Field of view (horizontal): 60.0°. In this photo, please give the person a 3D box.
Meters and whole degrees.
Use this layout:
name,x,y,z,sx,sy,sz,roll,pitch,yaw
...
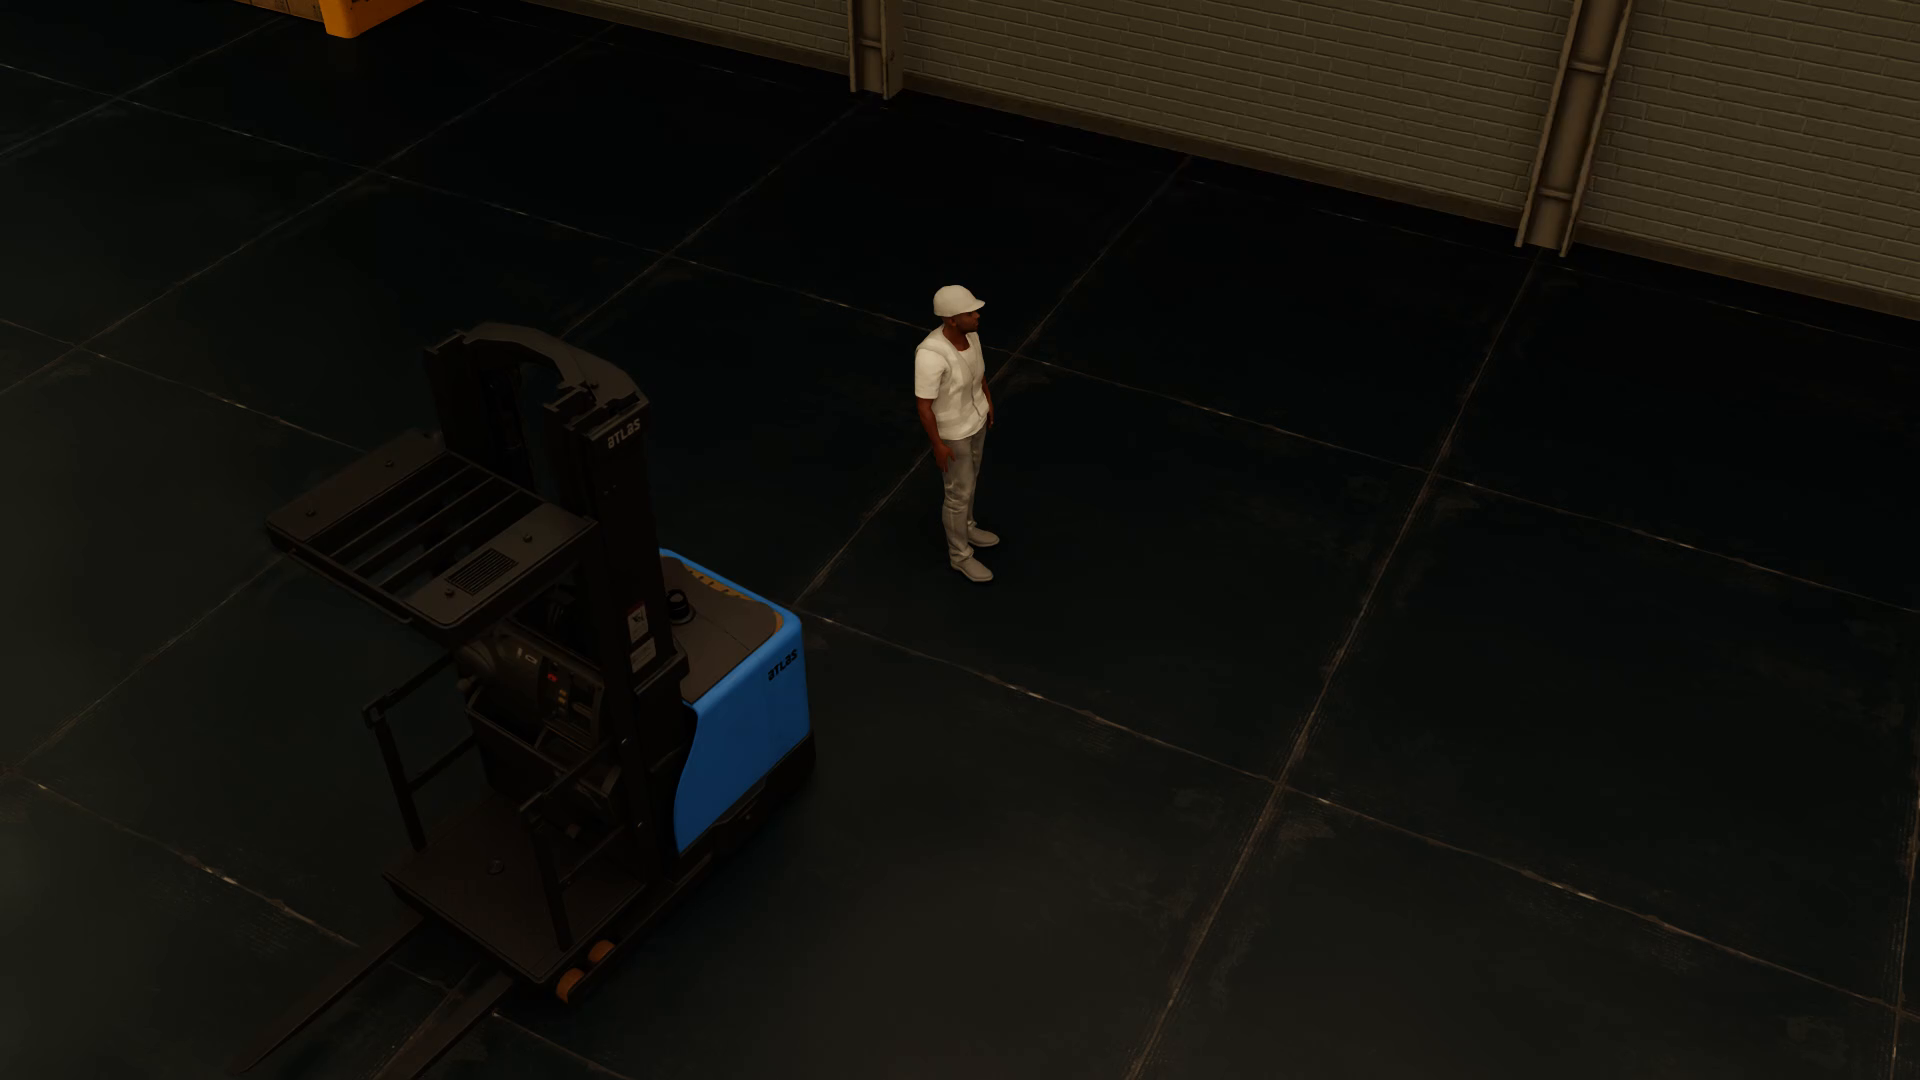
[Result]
name,x,y,z,sx,sy,sz,roll,pitch,yaw
person,0.059,-0.657,9.660,0.577,1.765,0.665,18,43,21

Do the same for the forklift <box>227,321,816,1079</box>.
name,x,y,z,sx,sy,sz,roll,pitch,yaw
forklift,-2.026,0.671,7.190,1.130,2.935,3.031,25,46,26
